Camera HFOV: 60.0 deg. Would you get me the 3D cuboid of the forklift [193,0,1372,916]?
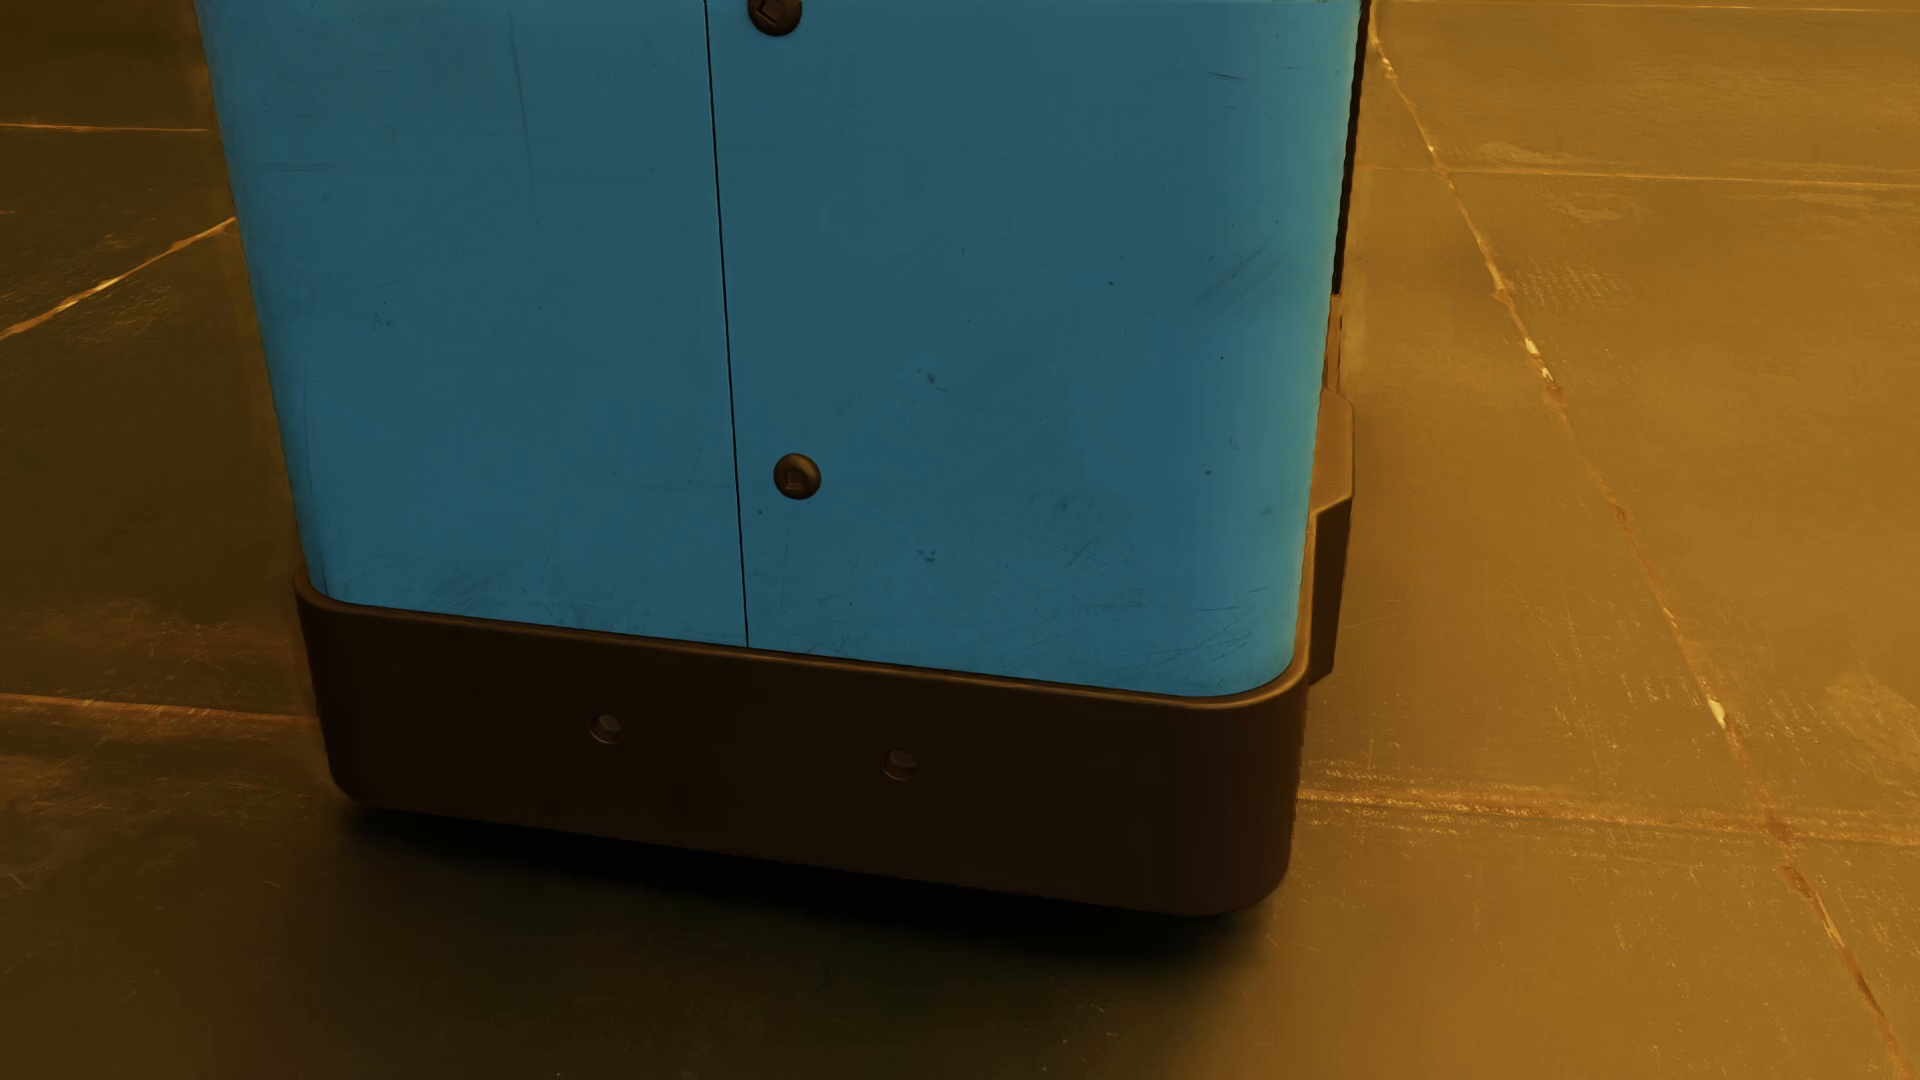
[{"bbox_3d":[0.114,-1.584,2.391,1.130,2.935,3.031,5,27,11],"label":"forklift"}]
